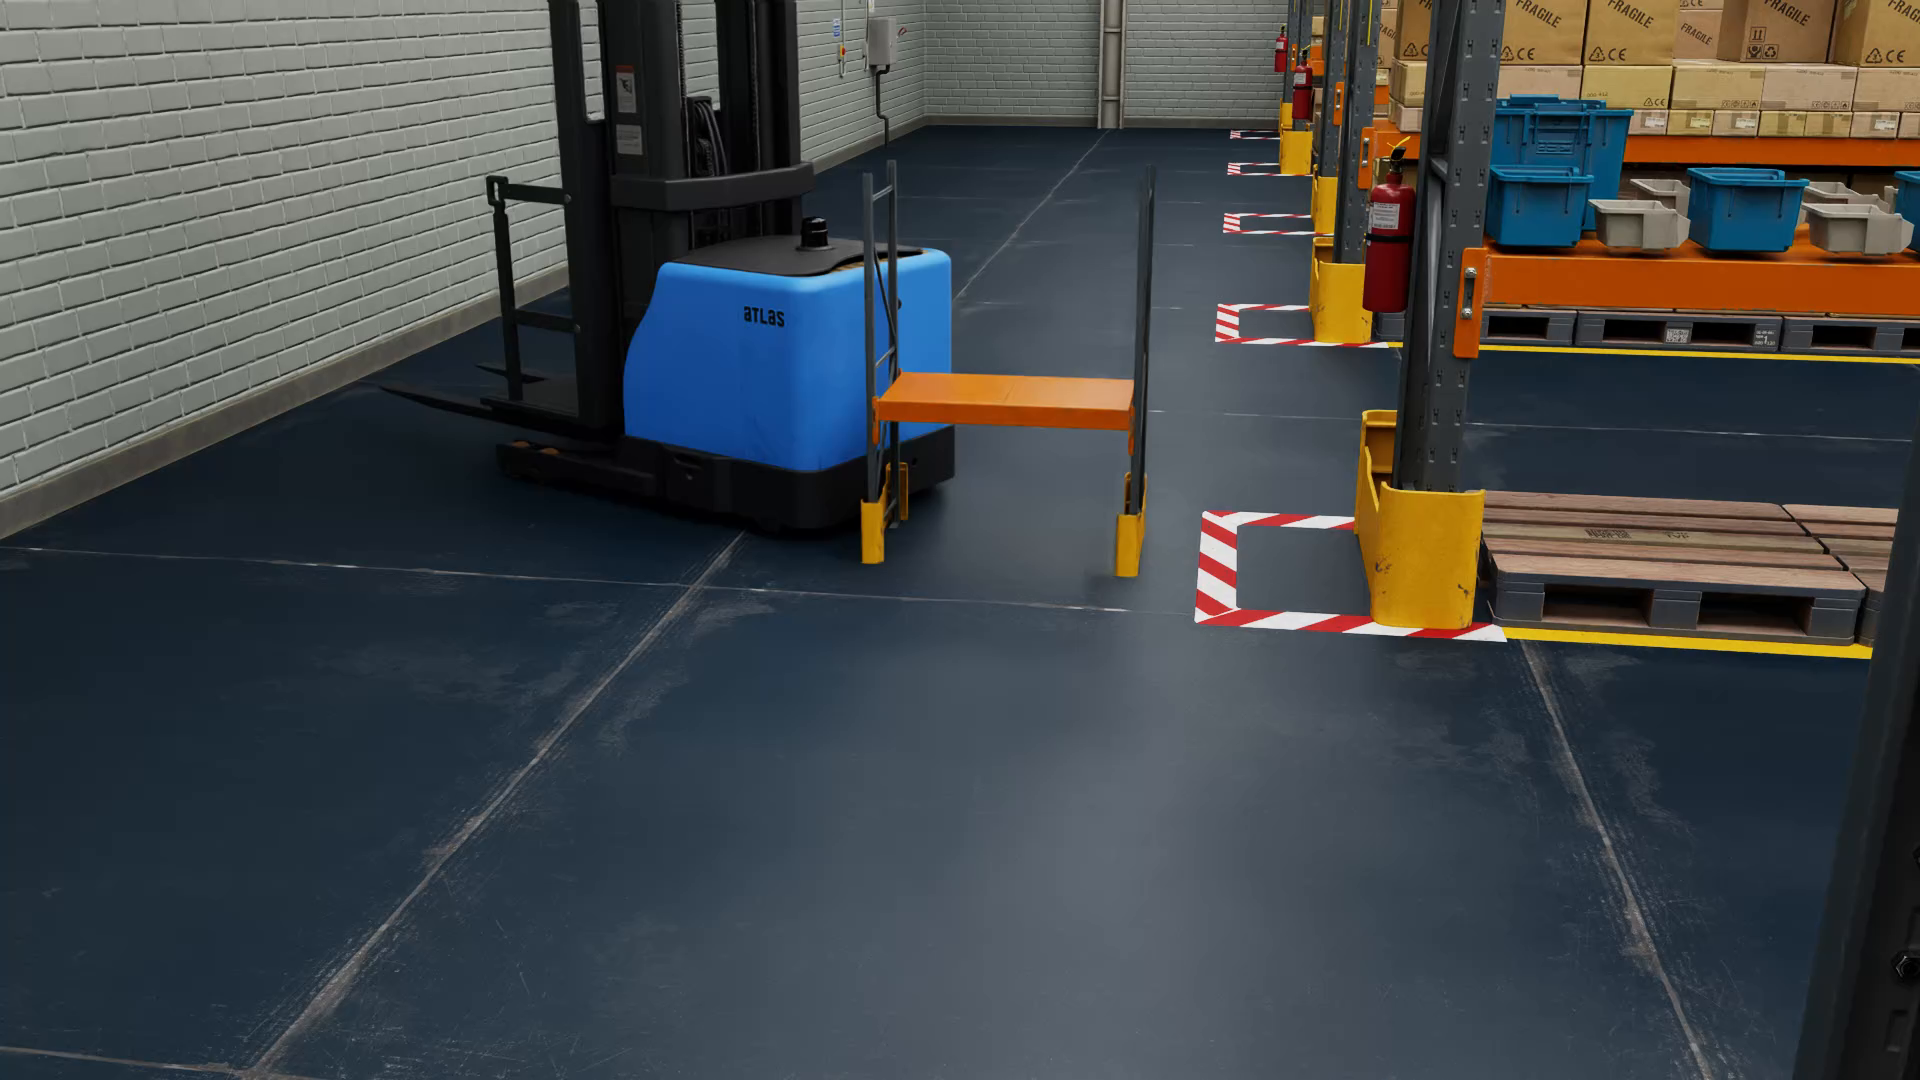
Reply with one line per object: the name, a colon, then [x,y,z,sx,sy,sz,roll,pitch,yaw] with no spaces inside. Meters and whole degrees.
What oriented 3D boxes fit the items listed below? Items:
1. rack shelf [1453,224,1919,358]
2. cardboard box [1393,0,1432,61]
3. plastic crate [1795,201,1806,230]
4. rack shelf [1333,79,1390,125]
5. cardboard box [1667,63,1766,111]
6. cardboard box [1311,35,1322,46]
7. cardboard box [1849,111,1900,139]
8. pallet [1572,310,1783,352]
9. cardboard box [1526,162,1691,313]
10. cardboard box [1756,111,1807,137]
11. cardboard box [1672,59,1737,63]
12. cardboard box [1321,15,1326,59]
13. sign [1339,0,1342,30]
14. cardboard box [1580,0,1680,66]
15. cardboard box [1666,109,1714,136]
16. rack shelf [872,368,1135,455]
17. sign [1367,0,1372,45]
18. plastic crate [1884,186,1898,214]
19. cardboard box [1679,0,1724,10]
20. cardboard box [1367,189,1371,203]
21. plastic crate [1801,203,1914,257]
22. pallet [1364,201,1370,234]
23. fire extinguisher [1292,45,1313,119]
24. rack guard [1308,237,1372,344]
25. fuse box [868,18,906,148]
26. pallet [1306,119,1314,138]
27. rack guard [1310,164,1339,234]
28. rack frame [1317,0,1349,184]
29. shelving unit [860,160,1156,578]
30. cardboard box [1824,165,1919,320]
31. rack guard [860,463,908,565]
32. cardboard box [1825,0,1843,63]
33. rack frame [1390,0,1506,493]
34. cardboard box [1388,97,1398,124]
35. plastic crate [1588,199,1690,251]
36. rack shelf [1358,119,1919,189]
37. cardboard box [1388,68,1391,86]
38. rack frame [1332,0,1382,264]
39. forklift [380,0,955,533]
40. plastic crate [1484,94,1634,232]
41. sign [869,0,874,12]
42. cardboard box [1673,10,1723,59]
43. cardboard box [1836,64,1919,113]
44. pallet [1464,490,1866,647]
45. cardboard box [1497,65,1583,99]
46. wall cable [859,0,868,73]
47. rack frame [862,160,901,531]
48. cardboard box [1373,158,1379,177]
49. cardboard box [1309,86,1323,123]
rack shelf: [3.728,-0.854,5.762,4.000,0.370,1.077,3,19,9]
cardboard box: [3.061,-3.331,10.616,0.500,0.500,0.500,3,19,9]
plastic crate: [2.871,-1.196,5.970,0.243,0.136,0.396,3,19,9]
rack shelf: [5.400,-3.954,15.028,4.000,0.370,1.077,3,19,9]
cardboard box: [4.495,-2.733,10.013,0.500,0.250,0.500,3,19,8]
cardboard box: [5.175,-7.286,24.246,0.250,0.149,0.380,3,19,8]
cardboard box: [5.373,-2.478,9.879,0.250,0.149,0.380,3,19,10]
pallet: [4.541,-1.447,10.796,1.213,0.211,1.003,3,19,9]
cardboard box: [4.082,-1.986,10.698,0.875,0.875,0.875,3,19,9]
cardboard box: [4.866,-2.504,9.956,0.250,0.149,0.380,3,19,8]
cardboard box: [4.577,-2.900,10.510,0.500,0.250,0.500,3,19,9]
cardboard box: [4.629,-6.058,20.024,0.500,0.500,0.500,3,19,9]
sign: [3.339,-4.637,14.569,0.005,0.325,0.100,3,19,9]
cardboard box: [3.976,-3.115,9.971,0.500,0.500,0.500,2,19,7]
cardboard box: [4.356,-2.530,10.033,0.250,0.149,0.380,2,19,7]
rack shelf: [0.197,-0.511,6.535,1.000,0.185,0.538,3,19,8]
sign: [2.445,-3.122,9.917,0.005,0.325,0.100,3,19,9]
plastic crate: [3.445,-1.180,5.924,0.250,0.136,0.298,3,19,9]
cardboard box: [6.356,-4.821,14.282,0.500,0.500,0.500,2,19,7]
cardboard box: [3.978,-3.282,15.717,0.250,0.149,0.380,3,19,10]
plastic crate: [2.918,-1.007,5.407,0.298,0.136,0.250,3,19,9]
pallet: [4.297,-3.018,15.490,1.213,0.211,1.003,3,19,9]
fire extinguisher: [3.250,-4.340,15.756,0.183,0.674,0.296,3,19,9]
rack guard: [2.515,-1.663,10.986,0.348,0.500,1.175,3,19,9]
fuse box: [-0.983,-6.268,22.840,0.414,1.711,0.539,3,19,9]
pallet: [5.756,-6.141,24.825,1.213,0.211,1.003,3,19,9]
rack guard: [3.500,-3.207,15.600,0.348,0.500,1.175,3,19,9]
rack frame: [3.425,-4.396,15.215,0.127,3.000,1.000,3,19,9]
shelving unit: [0.188,-0.682,6.479,1.083,1.500,0.587,3,19,8]
cardboard box: [5.849,-1.896,10.429,0.875,0.875,0.875,3,19,9]
rack guard: [-0.303,-0.114,6.751,0.087,0.250,0.587,3,19,8]
cardboard box: [5.571,-3.203,10.235,0.500,0.500,0.500,3,19,9]
rack frame: [1.753,-1.296,5.948,0.127,3.000,1.000,3,19,9]
cardboard box: [2.942,-2.814,10.880,0.250,0.149,0.380,3,19,10]
plastic crate: [2.248,-1.041,5.509,0.298,0.136,0.250,3,19,9]
rack shelf: [4.513,-2.406,10.399,4.000,0.370,1.077,3,19,9]
cardboard box: [3.951,-4.158,14.899,0.250,0.149,0.380,4,19,11]
rack frame: [2.539,-2.847,10.586,0.127,3.000,1.000,3,19,9]
forklift: [-1.517,-1.765,7.458,3.031,2.935,1.130,13,22,33]
plastic crate: [2.113,-1.383,6.058,0.499,0.435,0.616,3,19,9]
sign: [-1.197,-7.264,22.484,0.001,0.242,0.339,3,19,9]
cardboard box: [6.340,-4.346,14.437,0.500,0.500,0.500,2,19,7]
cardboard box: [5.499,-2.681,9.857,0.500,0.250,0.500,3,19,10]
pallet: [2.561,0.080,6.230,1.213,0.211,1.003,3,19,9]
cardboard box: [3.484,-2.785,10.165,0.500,0.250,0.500,3,19,8]
wall cable: [-1.247,-7.155,21.860,0.122,1.984,0.588,3,19,9]
rack frame: [-0.305,-0.707,6.552,0.032,1.500,0.500,3,19,8]
cardboard box: [3.888,-3.393,15.109,0.250,0.149,0.380,2,19,6]
cardboard box: [5.483,-6.462,24.662,0.637,0.503,0.797,2,19,6]
